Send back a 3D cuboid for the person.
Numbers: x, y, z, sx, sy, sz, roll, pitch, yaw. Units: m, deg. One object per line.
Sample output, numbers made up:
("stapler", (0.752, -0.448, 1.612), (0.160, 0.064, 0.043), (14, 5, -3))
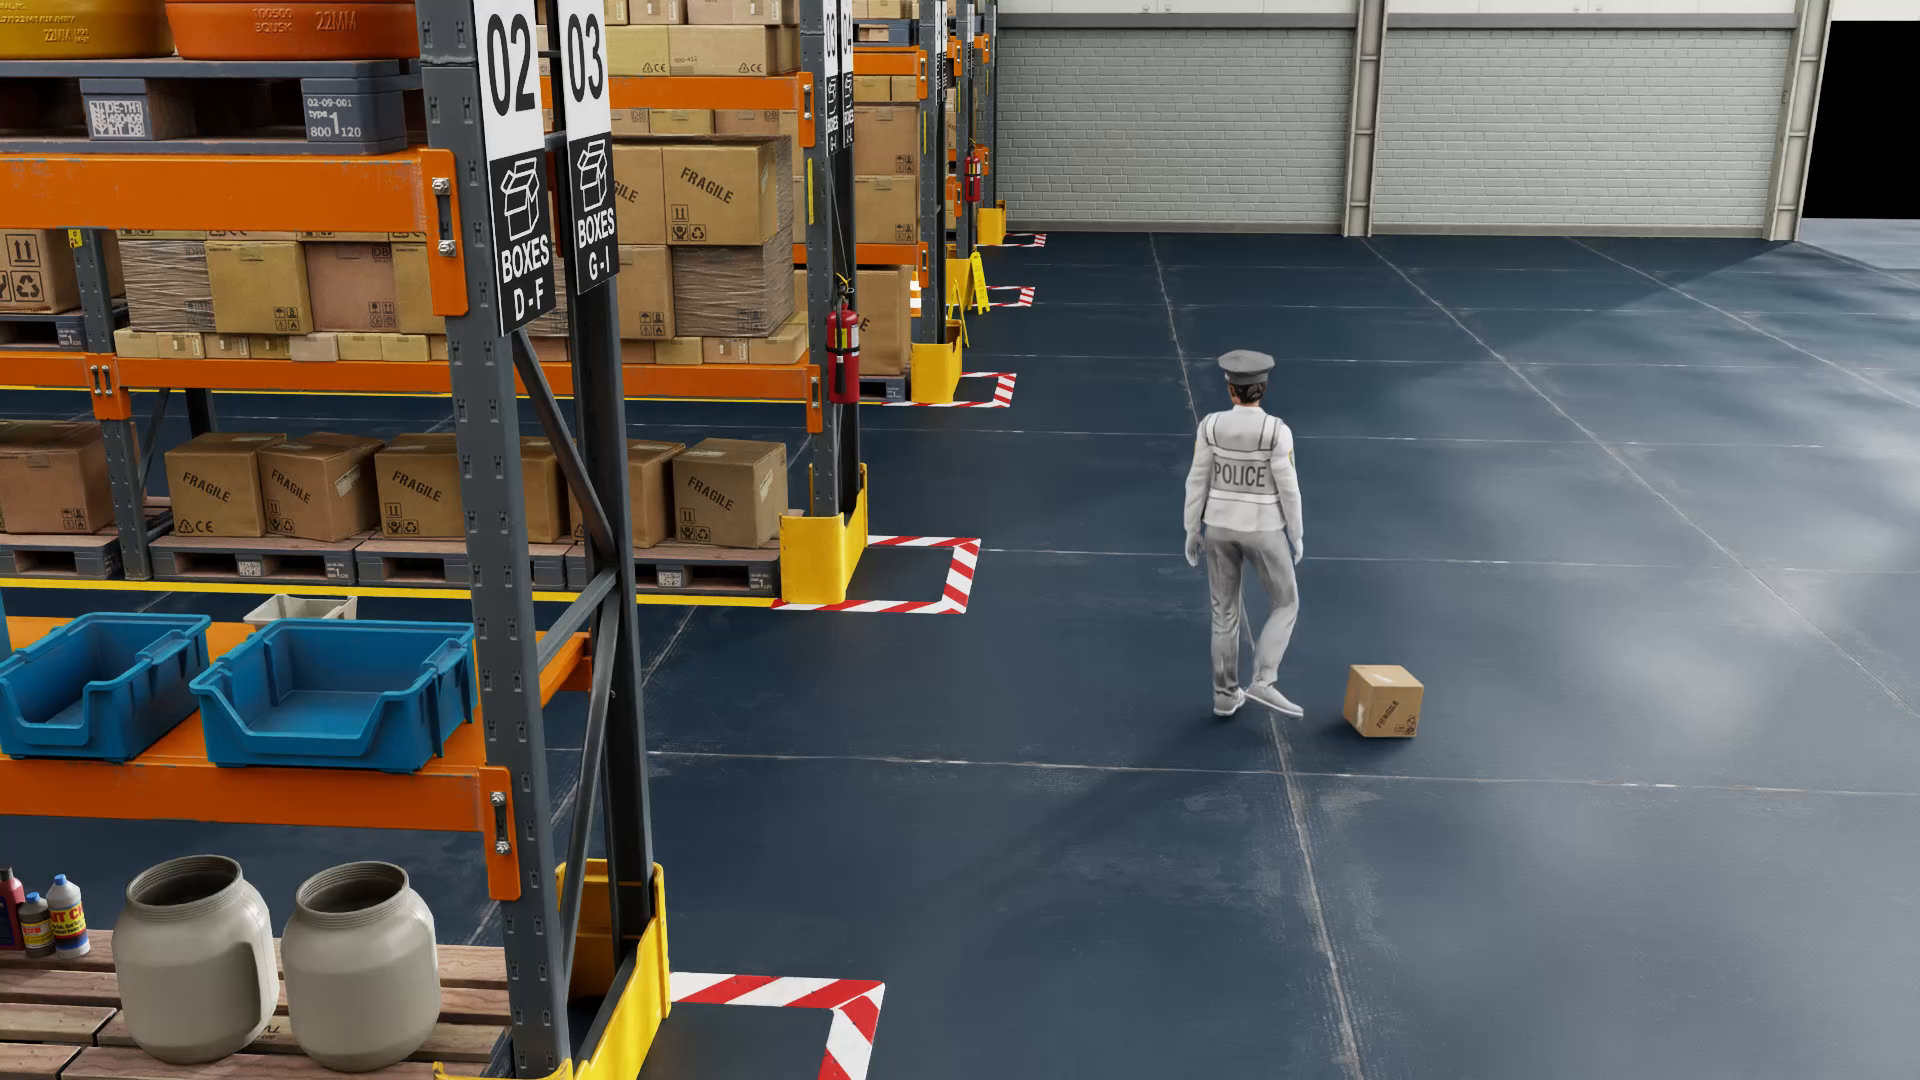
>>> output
("person", (1.306, 0.002, 7.482), (0.641, 1.657, 0.449), (9, 20, 26))
